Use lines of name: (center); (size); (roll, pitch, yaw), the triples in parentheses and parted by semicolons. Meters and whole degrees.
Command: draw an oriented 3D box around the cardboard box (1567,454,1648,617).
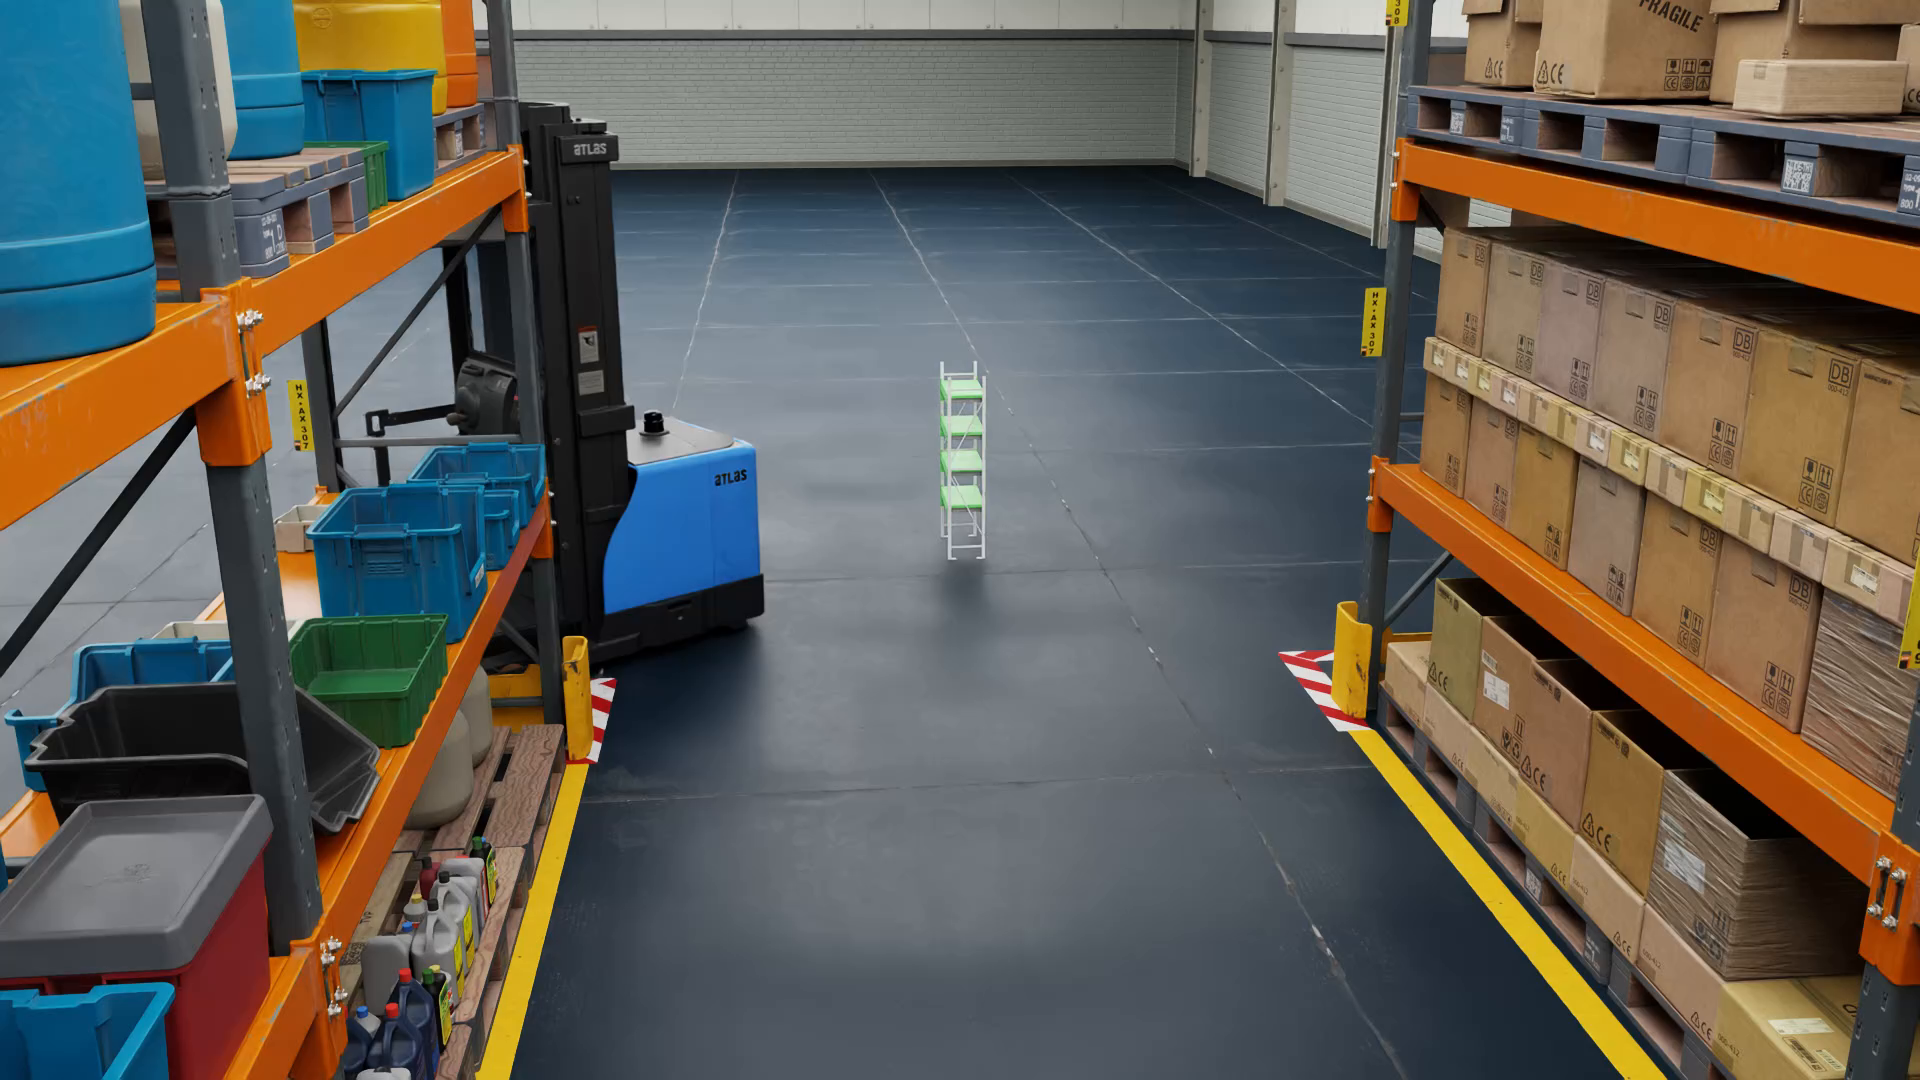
cardboard box: (2.711, -0.044, 6.142); (0.700, 0.500, 0.500); (-1, 17, -4)

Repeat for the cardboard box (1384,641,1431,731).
cardboard box: (2.347, 0.681, 7.888); (0.500, 0.250, 0.500); (-2, 18, -6)

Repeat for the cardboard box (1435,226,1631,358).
cardboard box: (2.554, -1.108, 7.366); (0.700, 0.500, 0.500); (-2, 18, -5)

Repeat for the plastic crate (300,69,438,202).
plastic crate: (-1.918, -1.310, 5.359); (0.392, 0.384, 0.575); (-2, 18, -6)

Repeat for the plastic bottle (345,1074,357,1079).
plastic bottle: (-1.765, 1.632, 4.770); (0.061, 0.283, 0.133); (-2, 18, -6)

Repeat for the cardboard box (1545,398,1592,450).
cardboard box: (2.474, -0.447, 6.343); (0.380, 0.149, 0.250); (-2, 18, -6)

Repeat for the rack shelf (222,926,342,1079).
rack shelf: (-1.795, 1.686, 2.000); (1.077, 0.370, 4.000); (-2, 18, -6)

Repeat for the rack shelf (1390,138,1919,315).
rack shelf: (2.719, -1.089, 5.831); (1.077, 0.370, 4.000); (-2, 18, -6)

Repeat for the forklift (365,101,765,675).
forklift: (-2.568, -0.729, 8.604); (3.031, 2.935, 1.130); (-15, 23, -39)

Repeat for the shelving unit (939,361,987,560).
shelving unit: (0.017, -0.523, 10.840); (0.258, 1.200, 0.503); (-2, 18, -6)

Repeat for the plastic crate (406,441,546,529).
plastic crate: (-2.065, -0.234, 7.163); (0.499, 0.251, 0.616); (-2, 18, -6)

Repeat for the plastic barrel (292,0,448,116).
plastic barrel: (-2.170, -1.830, 5.977); (0.600, 0.588, 0.600); (0, 17, 0)

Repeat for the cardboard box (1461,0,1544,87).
cardboard box: (2.568, -2.173, 6.976); (0.797, 0.503, 0.637); (-1, 17, -2)

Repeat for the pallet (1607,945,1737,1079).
pallet: (2.885, 1.687, 5.451); (1.003, 0.211, 1.213); (-2, 18, -6)

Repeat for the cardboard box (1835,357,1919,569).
cardboard box: (2.874, -0.204, 4.485); (0.700, 0.500, 0.500); (-2, 18, -5)

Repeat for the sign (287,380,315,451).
sign: (-2.962, -0.561, 7.495); (0.100, 0.325, 0.005); (-2, 18, -6)

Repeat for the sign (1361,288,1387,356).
sign: (1.960, -1.032, 7.880); (0.100, 0.325, 0.005); (-2, 18, -6)

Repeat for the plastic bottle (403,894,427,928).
plastic bottle: (-1.898, 1.341, 5.836); (0.097, 0.201, 0.097); (0, 17, 0)

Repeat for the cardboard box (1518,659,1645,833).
cardboard box: (2.499, 0.771, 6.352); (0.500, 0.500, 0.500); (-2, 18, -6)

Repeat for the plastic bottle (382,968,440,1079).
plastic bottle: (-1.692, 1.491, 5.107); (0.144, 0.351, 0.185); (-3, 18, -8)

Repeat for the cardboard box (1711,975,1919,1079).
cardboard box: (2.660, 1.575, 5.042); (0.500, 0.250, 0.500); (-2, 18, -6)

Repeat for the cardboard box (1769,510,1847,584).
cardboard box: (2.632, 0.012, 4.882); (0.380, 0.149, 0.250); (-2, 18, -7)

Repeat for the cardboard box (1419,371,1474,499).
cardboard box: (2.549, -0.505, 7.611); (0.700, 0.500, 0.500); (-2, 18, -6)

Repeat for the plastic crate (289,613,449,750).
plastic crate: (-1.861, 0.435, 5.138); (0.450, 0.188, 0.662); (-2, 18, -6)

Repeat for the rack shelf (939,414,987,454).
rack shelf: (0.017, -0.691, 10.788); (0.258, 0.148, 0.480); (-2, 18, -6)

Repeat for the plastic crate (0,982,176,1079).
plastic crate: (-1.578, 1.074, 2.777); (0.392, 0.384, 0.575); (-2, 18, -6)

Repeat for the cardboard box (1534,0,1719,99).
cardboard box: (2.413, -1.840, 5.919); (0.500, 0.500, 0.500); (-2, 18, -6)

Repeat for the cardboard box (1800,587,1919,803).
cardboard box: (2.874, 0.415, 4.680); (0.700, 0.500, 0.500); (-2, 18, -7)

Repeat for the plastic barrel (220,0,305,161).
plastic barrel: (-1.998, -1.424, 4.158); (0.600, 0.901, 0.708); (-2, 18, -6)

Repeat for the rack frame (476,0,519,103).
rack frame: (-2.414, -3.307, 6.688); (1.000, 3.000, 0.127); (-2, 18, -6)

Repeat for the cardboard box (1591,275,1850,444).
cardboard box: (2.718, -0.652, 5.914); (0.700, 0.500, 0.500); (-2, 18, -6)

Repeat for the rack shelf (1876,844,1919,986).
rack shelf: (3.132, 1.534, 2.484); (1.077, 0.370, 4.000); (-2, 18, -6)

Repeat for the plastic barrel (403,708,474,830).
plastic barrel: (-2.219, 0.885, 6.803); (0.421, 0.512, 0.421); (0, 17, 0)

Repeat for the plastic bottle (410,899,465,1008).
plastic bottle: (-1.735, 1.365, 5.511); (0.144, 0.351, 0.185); (-2, 18, -6)

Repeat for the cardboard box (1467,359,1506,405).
cardboard box: (2.394, -0.677, 7.077); (0.380, 0.149, 0.250); (-2, 18, -5)

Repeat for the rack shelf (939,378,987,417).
rack shelf: (0.017, -0.920, 10.716); (0.258, 0.148, 0.480); (-2, 18, -6)

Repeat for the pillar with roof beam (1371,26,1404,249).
pillar with roof beam: (2.234, -8.661, 23.742); (9.100, 9.000, 0.400); (-2, 18, -6)

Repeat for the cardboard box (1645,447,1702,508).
cardboard box: (2.555, -0.215, 5.604); (0.380, 0.149, 0.250); (-1, 17, -4)

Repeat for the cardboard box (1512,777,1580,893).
cardboard box: (2.500, 1.128, 6.465); (0.500, 0.250, 0.500); (-2, 18, -6)

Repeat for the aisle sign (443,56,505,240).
aisle sign: (-2.126, -1.716, 7.294); (0.394, 0.787, 0.004); (-2, 18, -6)

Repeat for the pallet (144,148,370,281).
pallet: (-2.173, -0.806, 4.044); (1.213, 0.211, 1.003); (-2, 18, -6)

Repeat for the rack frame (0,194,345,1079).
rack frame: (-2.002, 0.747, 3.790); (1.000, 3.000, 0.127); (-2, 18, -6)

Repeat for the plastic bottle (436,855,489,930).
plastic bottle: (-1.790, 1.254, 5.987); (0.152, 0.276, 0.135); (-2, 18, -5)

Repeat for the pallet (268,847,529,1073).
pallet: (-2.158, 1.512, 6.010); (1.003, 0.211, 1.213); (-2, 18, -6)

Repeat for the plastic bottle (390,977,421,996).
plastic bottle: (-1.744, 1.486, 5.255); (0.097, 0.271, 0.097); (0, 17, 0)
